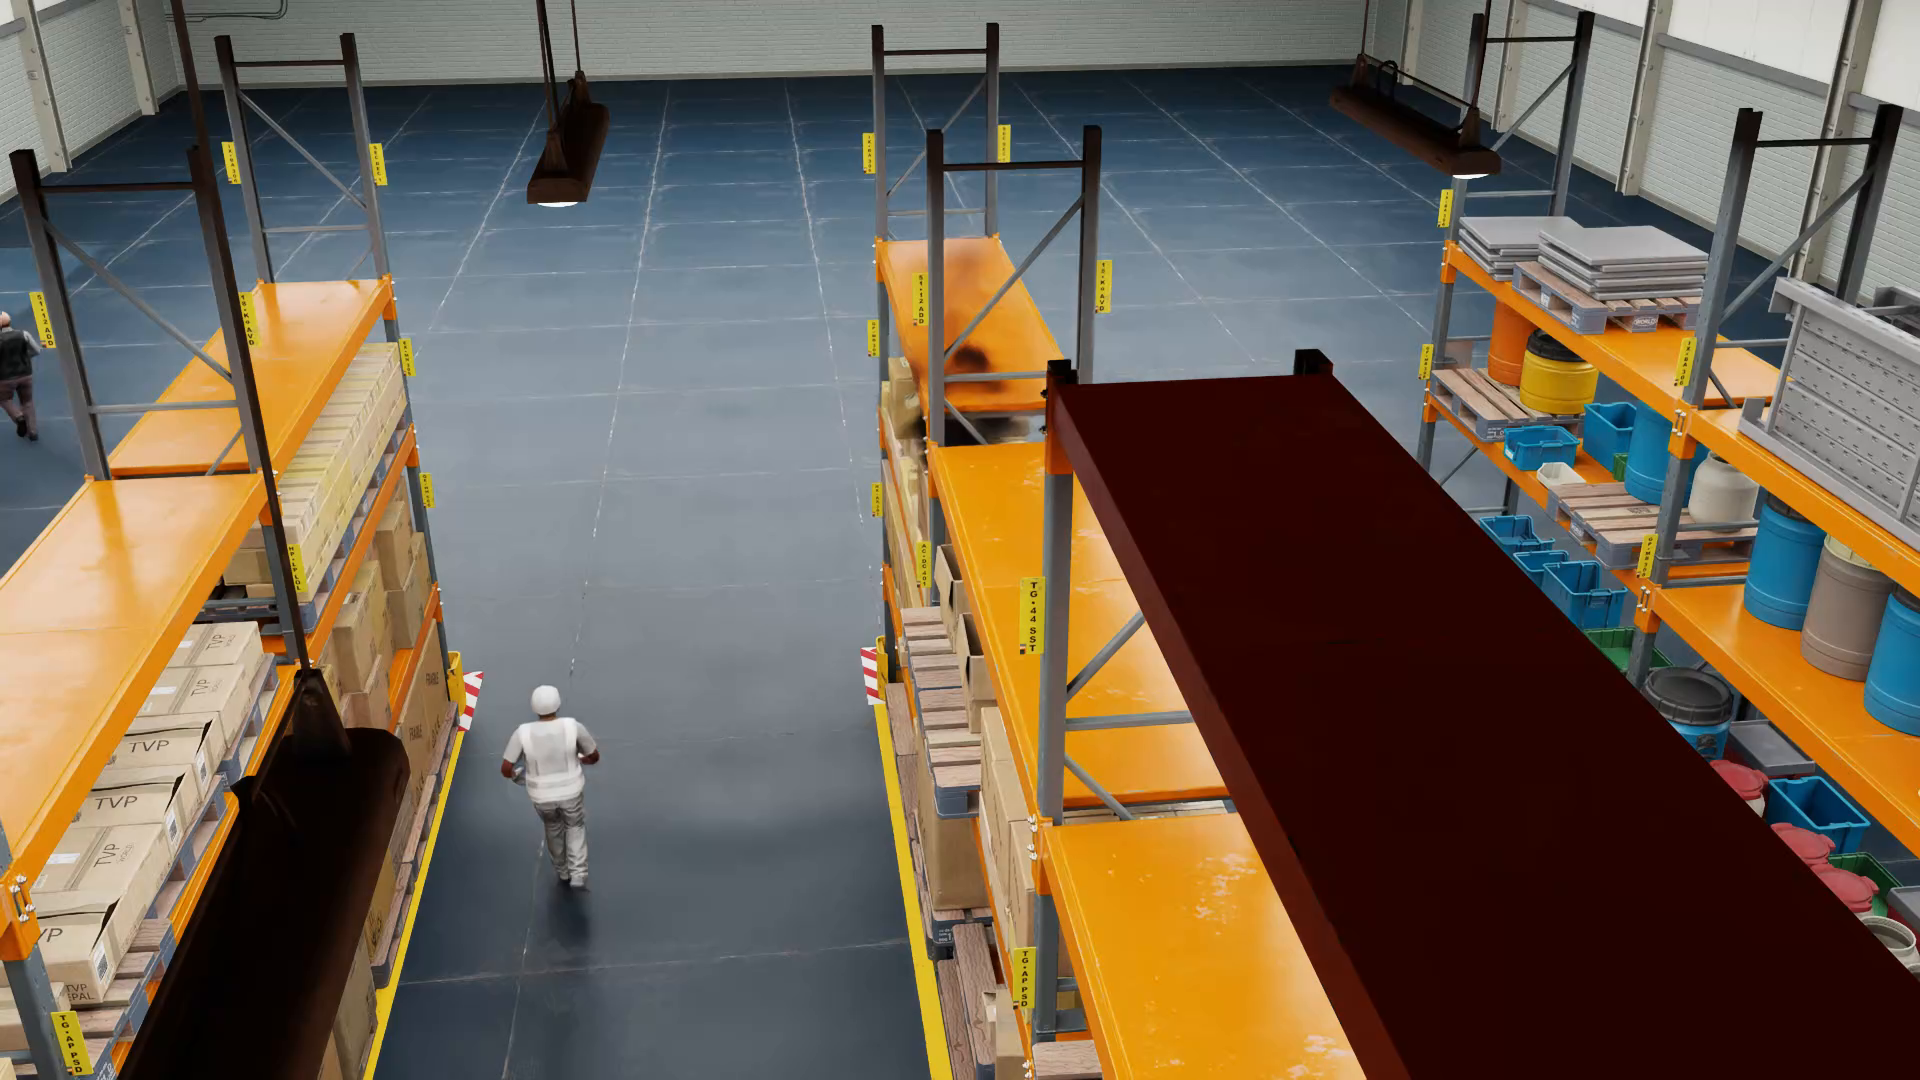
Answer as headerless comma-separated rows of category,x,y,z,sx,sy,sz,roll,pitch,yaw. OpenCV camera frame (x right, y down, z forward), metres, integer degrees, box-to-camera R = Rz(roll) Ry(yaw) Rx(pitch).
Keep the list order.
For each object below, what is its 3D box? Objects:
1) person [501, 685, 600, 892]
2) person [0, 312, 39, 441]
person,-3.038,1.897,12.483,0.709,1.775,0.770,-5,26,-11
person,-11.873,-2.055,20.870,0.698,1.687,0.591,-23,34,-40
